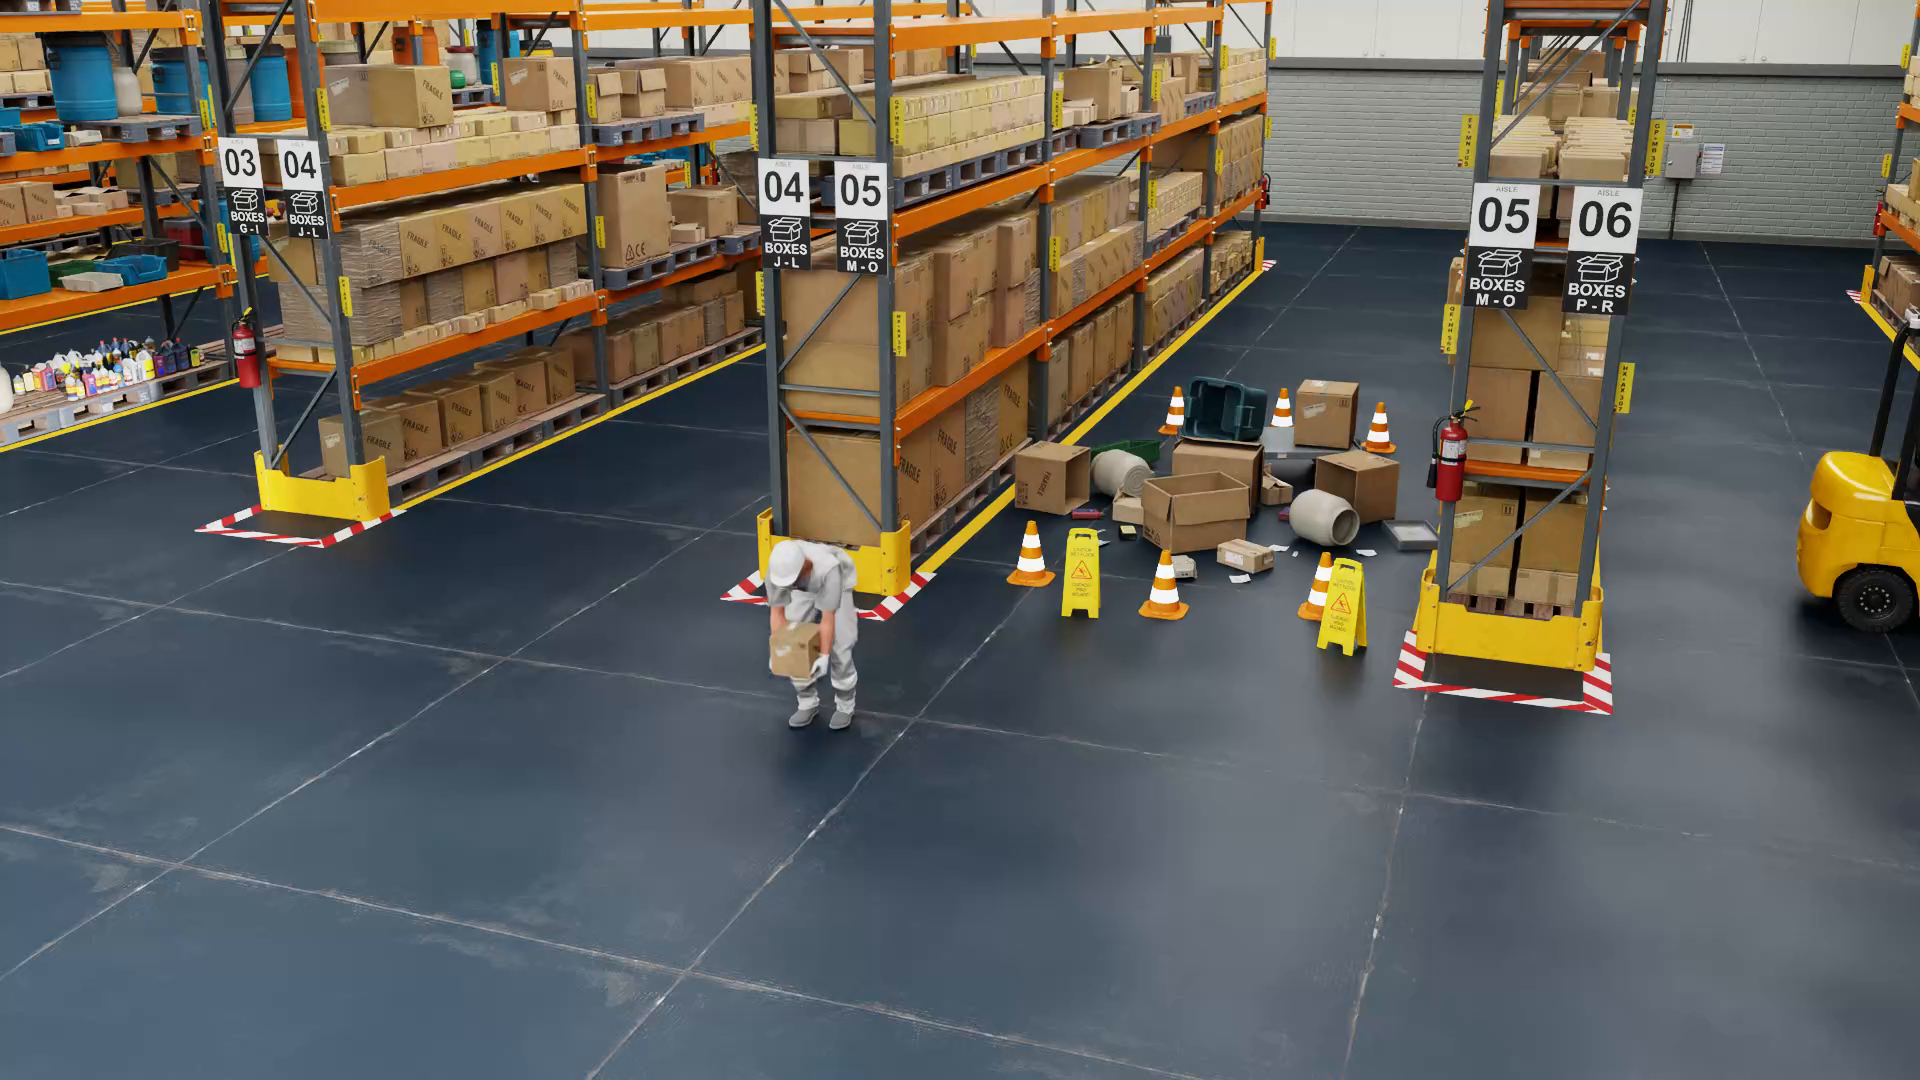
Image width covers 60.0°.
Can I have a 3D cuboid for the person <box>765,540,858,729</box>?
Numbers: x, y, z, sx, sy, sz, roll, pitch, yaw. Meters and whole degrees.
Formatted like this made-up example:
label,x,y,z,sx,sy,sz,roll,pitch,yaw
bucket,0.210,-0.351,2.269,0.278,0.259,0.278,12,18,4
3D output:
label,x,y,z,sx,sy,sz,roll,pitch,yaw
person,-0.912,0.545,10.069,0.494,1.355,0.899,6,19,16
